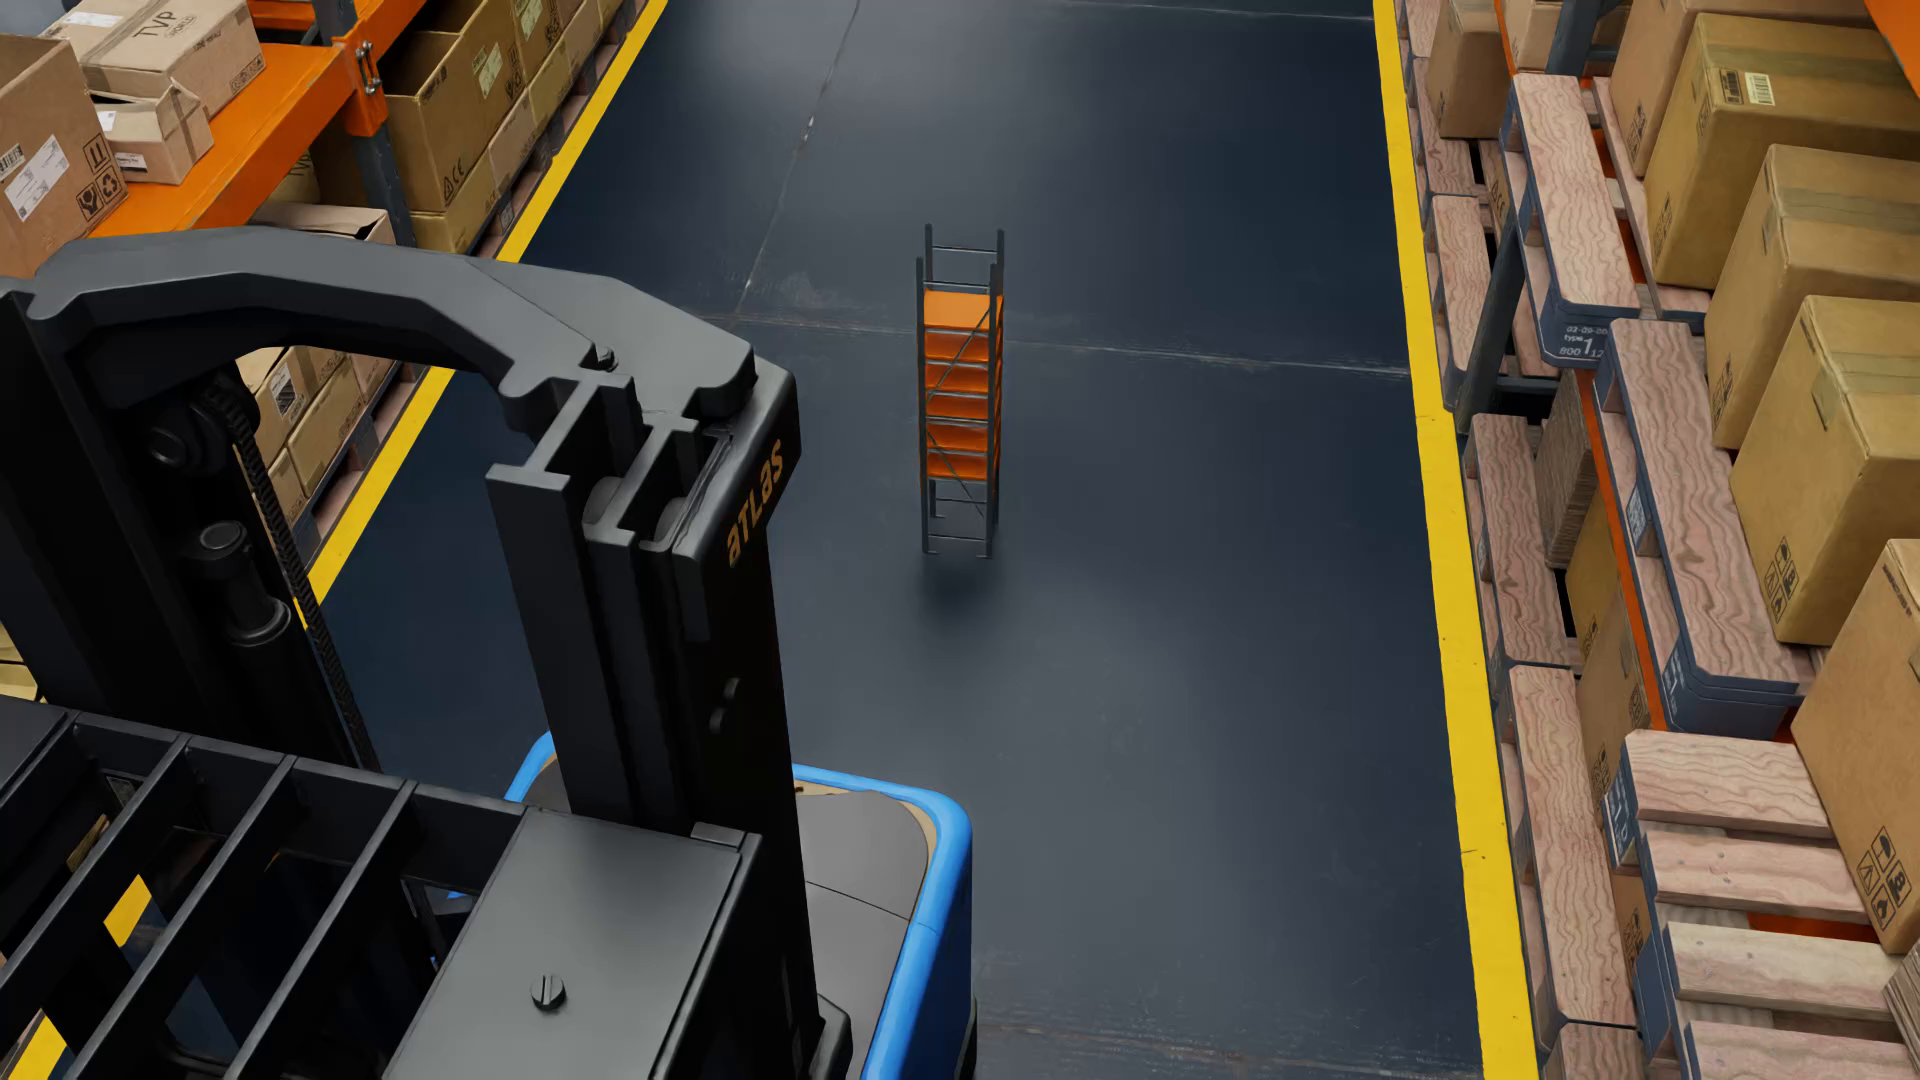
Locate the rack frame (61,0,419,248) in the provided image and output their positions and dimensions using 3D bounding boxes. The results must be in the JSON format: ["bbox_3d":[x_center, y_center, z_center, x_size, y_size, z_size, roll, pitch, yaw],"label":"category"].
[{"bbox_3d":[-2.567,-1.918,5.594,1.000,3.000,0.127,5,44,6],"label":"rack frame"}]

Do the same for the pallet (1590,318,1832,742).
[{"bbox_3d":[2.036,-0.028,3.737,1.003,0.211,1.213,5,44,6],"label":"pallet"}]

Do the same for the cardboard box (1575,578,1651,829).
[{"bbox_3d":[2.136,0.481,4.558,0.700,0.500,0.500,6,44,6],"label":"cardboard box"}]

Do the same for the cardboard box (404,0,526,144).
[{"bbox_3d":[-2.137,-1.974,6.802,0.500,0.500,0.500,5,44,6],"label":"cardboard box"}]

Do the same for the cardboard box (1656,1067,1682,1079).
[{"bbox_3d":[2.041,1.167,3.833,0.700,0.500,0.500,5,44,5],"label":"cardboard box"}]

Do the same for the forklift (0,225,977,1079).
[{"bbox_3d":[-0.811,1.178,2.374,1.130,2.935,3.031,10,44,10],"label":"forklift"}]

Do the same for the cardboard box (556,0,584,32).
[{"bbox_3d":[-2.000,-2.655,7.521,0.500,0.500,0.500,5,44,6],"label":"cardboard box"}]

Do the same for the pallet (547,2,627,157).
[{"bbox_3d":[-2.262,-2.278,8.002,1.003,0.211,1.213,5,44,6],"label":"pallet"}]

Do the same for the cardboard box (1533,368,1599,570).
[{"bbox_3d":[2.262,-0.220,5.298,0.700,0.500,0.500,7,44,7],"label":"cardboard box"}]

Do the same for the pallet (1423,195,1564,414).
[{"bbox_3d":[2.397,-0.919,6.567,1.003,0.211,1.213,5,44,6],"label":"pallet"}]

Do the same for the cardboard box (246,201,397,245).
[{"bbox_3d":[-2.337,-0.974,5.883,0.500,0.311,0.500,5,44,6],"label":"cardboard box"}]

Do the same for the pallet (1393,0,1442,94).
[{"bbox_3d":[2.720,-2.582,8.323,1.003,0.211,1.213,5,44,6],"label":"pallet"}]

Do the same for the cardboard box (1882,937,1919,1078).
[{"bbox_3d":[1.867,0.738,2.396,0.700,0.500,0.500,1,43,1],"label":"cardboard box"}]

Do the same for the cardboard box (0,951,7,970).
[{"bbox_3d":[-2.670,0.981,4.227,0.500,0.250,0.500,4,44,4],"label":"cardboard box"}]

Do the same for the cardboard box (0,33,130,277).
[{"bbox_3d":[-2.755,-1.074,4.630,0.500,0.500,0.500,8,44,9],"label":"cardboard box"}]

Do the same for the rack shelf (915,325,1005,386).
[{"bbox_3d":[0.002,-0.588,5.213,0.258,0.103,0.180,5,44,6],"label":"rack shelf"}]

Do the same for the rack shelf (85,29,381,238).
[{"bbox_3d":[-2.832,-0.294,4.402,1.077,0.370,4.000,5,44,6],"label":"rack shelf"}]

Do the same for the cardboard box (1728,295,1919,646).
[{"bbox_3d":[2.009,-0.113,3.295,0.700,0.500,0.500,5,44,6],"label":"cardboard box"}]

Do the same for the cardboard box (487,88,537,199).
[{"bbox_3d":[-2.134,-1.701,7.059,0.500,0.250,0.500,5,44,6],"label":"cardboard box"}]

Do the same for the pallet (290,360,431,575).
[{"bbox_3d":[-2.626,-0.400,6.019,1.003,0.211,1.213,5,44,6],"label":"pallet"}]

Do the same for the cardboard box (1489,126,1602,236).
[{"bbox_3d":[2.441,-1.434,6.580,0.500,0.500,0.500,2,43,2],"label":"cardboard box"}]

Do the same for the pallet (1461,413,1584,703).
[{"bbox_3d":[2.242,0.073,5.520,1.003,0.211,1.213,5,44,6],"label":"pallet"}]

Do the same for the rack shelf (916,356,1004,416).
[{"bbox_3d":[0.002,-0.500,5.296,0.258,0.103,0.180,5,44,6],"label":"rack shelf"}]

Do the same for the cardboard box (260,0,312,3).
[{"bbox_3d":[-2.515,-2.258,5.880,0.700,0.500,0.500,4,44,4],"label":"cardboard box"}]

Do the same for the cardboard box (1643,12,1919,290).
[{"bbox_3d":[2.161,-0.943,4.171,0.700,0.500,0.500,9,44,10],"label":"cardboard box"}]

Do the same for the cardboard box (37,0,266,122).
[{"bbox_3d":[-2.589,-1.524,5.287,0.500,0.250,0.500,8,44,8],"label":"cardboard box"}]

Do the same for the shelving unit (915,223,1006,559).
[{"bbox_3d":[0.002,-0.446,5.348,0.258,1.200,0.189,5,44,6],"label":"shelving unit"}]

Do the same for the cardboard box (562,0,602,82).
[{"bbox_3d":[-2.003,-2.383,7.779,0.500,0.250,0.500,5,44,6],"label":"cardboard box"}]

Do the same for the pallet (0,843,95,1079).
[{"bbox_3d":[-2.949,1.263,4.263,1.003,0.211,1.213,5,44,6],"label":"pallet"}]

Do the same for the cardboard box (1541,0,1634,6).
[{"bbox_3d":[2.099,-2.046,5.278,0.500,0.500,0.500,5,44,5],"label":"cardboard box"}]

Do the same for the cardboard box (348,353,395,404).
[{"bbox_3d":[-2.335,-0.763,6.069,0.500,0.250,0.500,5,44,5],"label":"cardboard box"}]

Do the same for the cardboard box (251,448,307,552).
[{"bbox_3d":[-2.471,-0.070,5.337,0.500,0.250,0.500,6,44,6],"label":"cardboard box"}]

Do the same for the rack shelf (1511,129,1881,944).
[{"bbox_3d":[2.079,0.154,3.929,1.077,0.370,4.000,5,44,6],"label":"rack shelf"}]

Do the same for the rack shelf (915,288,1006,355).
[{"bbox_3d":[0.002,-0.675,5.131,0.258,0.103,0.180,5,44,6],"label":"rack shelf"}]

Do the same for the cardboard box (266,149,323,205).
[{"bbox_3d":[-2.723,-1.408,6.750,0.500,0.250,0.500,5,44,6],"label":"cardboard box"}]

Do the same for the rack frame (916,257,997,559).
[{"bbox_3d":[-0.010,-0.383,5.282,0.240,1.200,0.006,5,44,6],"label":"rack frame"}]

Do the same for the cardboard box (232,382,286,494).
[{"bbox_3d":[-2.468,-0.279,5.149,0.500,0.311,0.500,5,44,5],"label":"cardboard box"}]
